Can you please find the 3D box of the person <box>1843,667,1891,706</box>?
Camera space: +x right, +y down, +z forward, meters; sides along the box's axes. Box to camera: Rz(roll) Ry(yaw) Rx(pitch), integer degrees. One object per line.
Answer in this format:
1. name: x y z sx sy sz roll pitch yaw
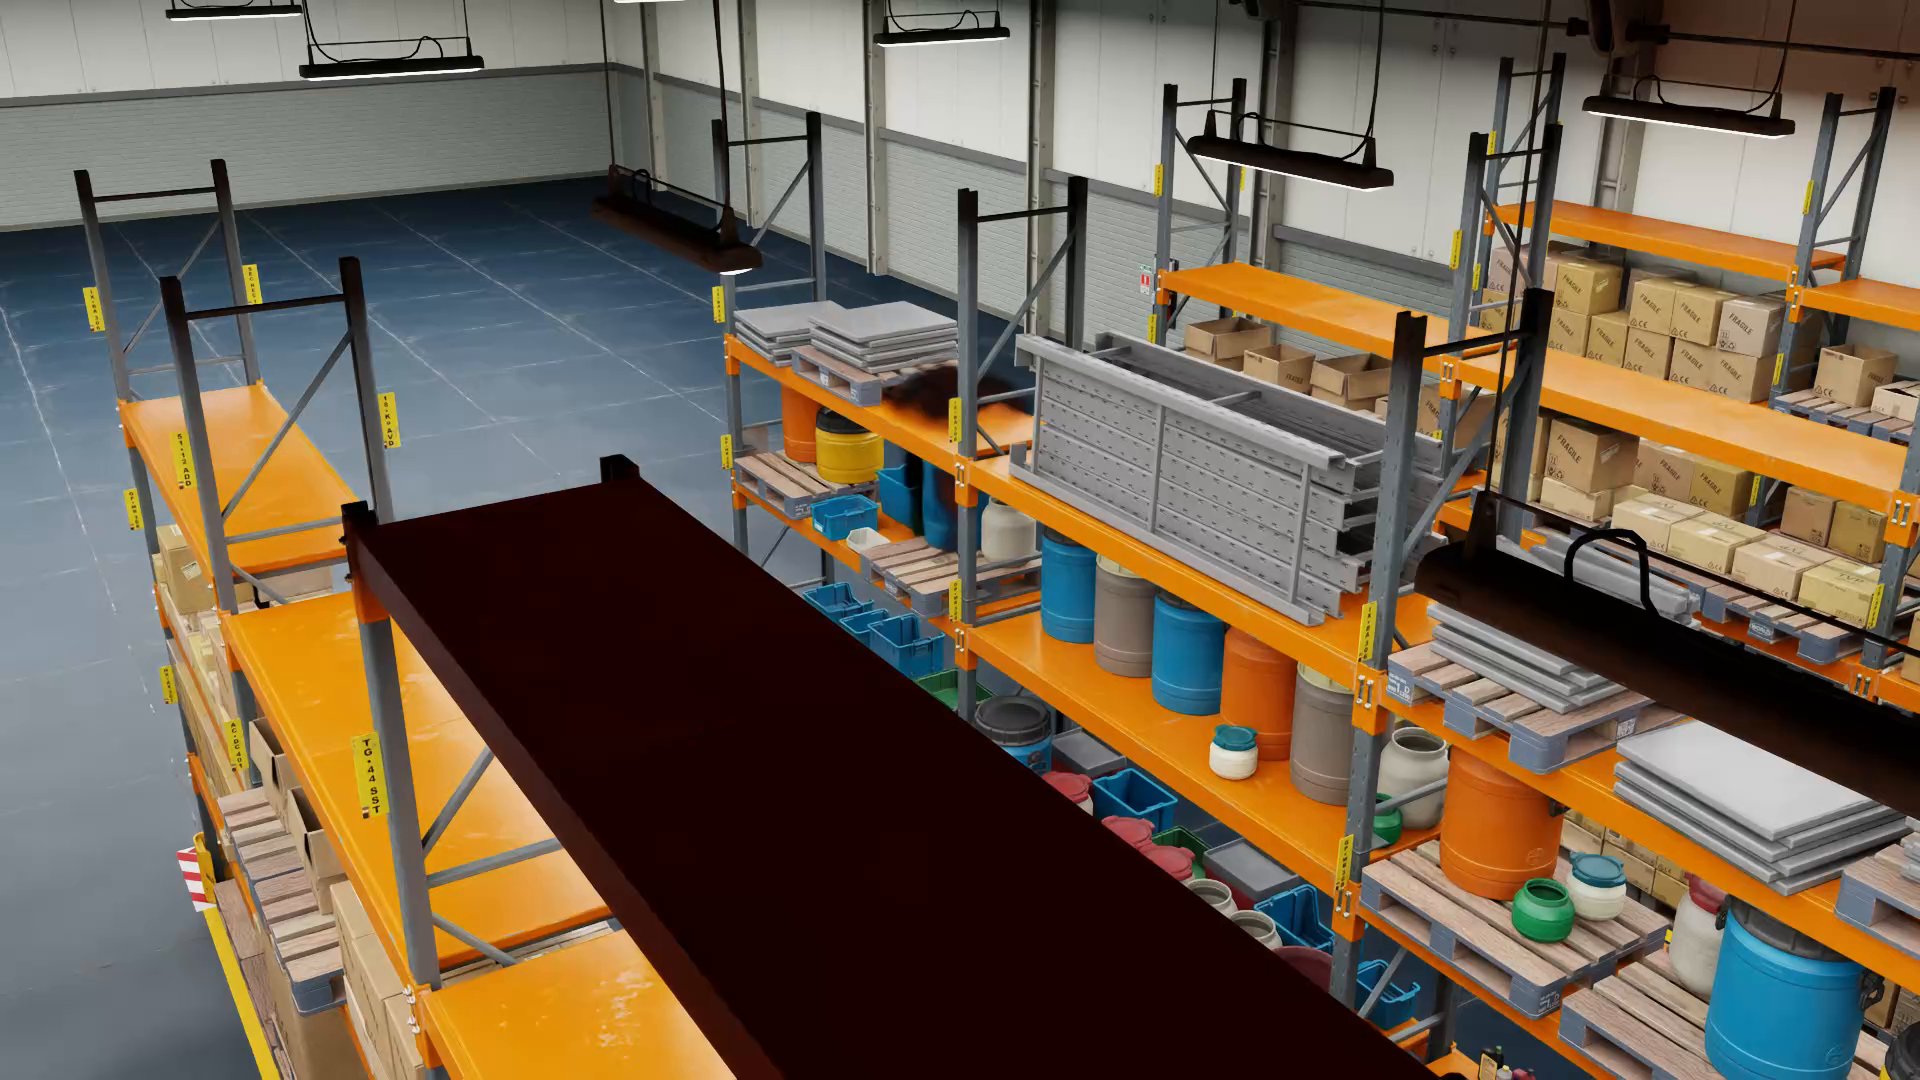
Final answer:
1. person: 8.068 1.676 14.954 0.686 1.695 0.975 -19 29 -39
